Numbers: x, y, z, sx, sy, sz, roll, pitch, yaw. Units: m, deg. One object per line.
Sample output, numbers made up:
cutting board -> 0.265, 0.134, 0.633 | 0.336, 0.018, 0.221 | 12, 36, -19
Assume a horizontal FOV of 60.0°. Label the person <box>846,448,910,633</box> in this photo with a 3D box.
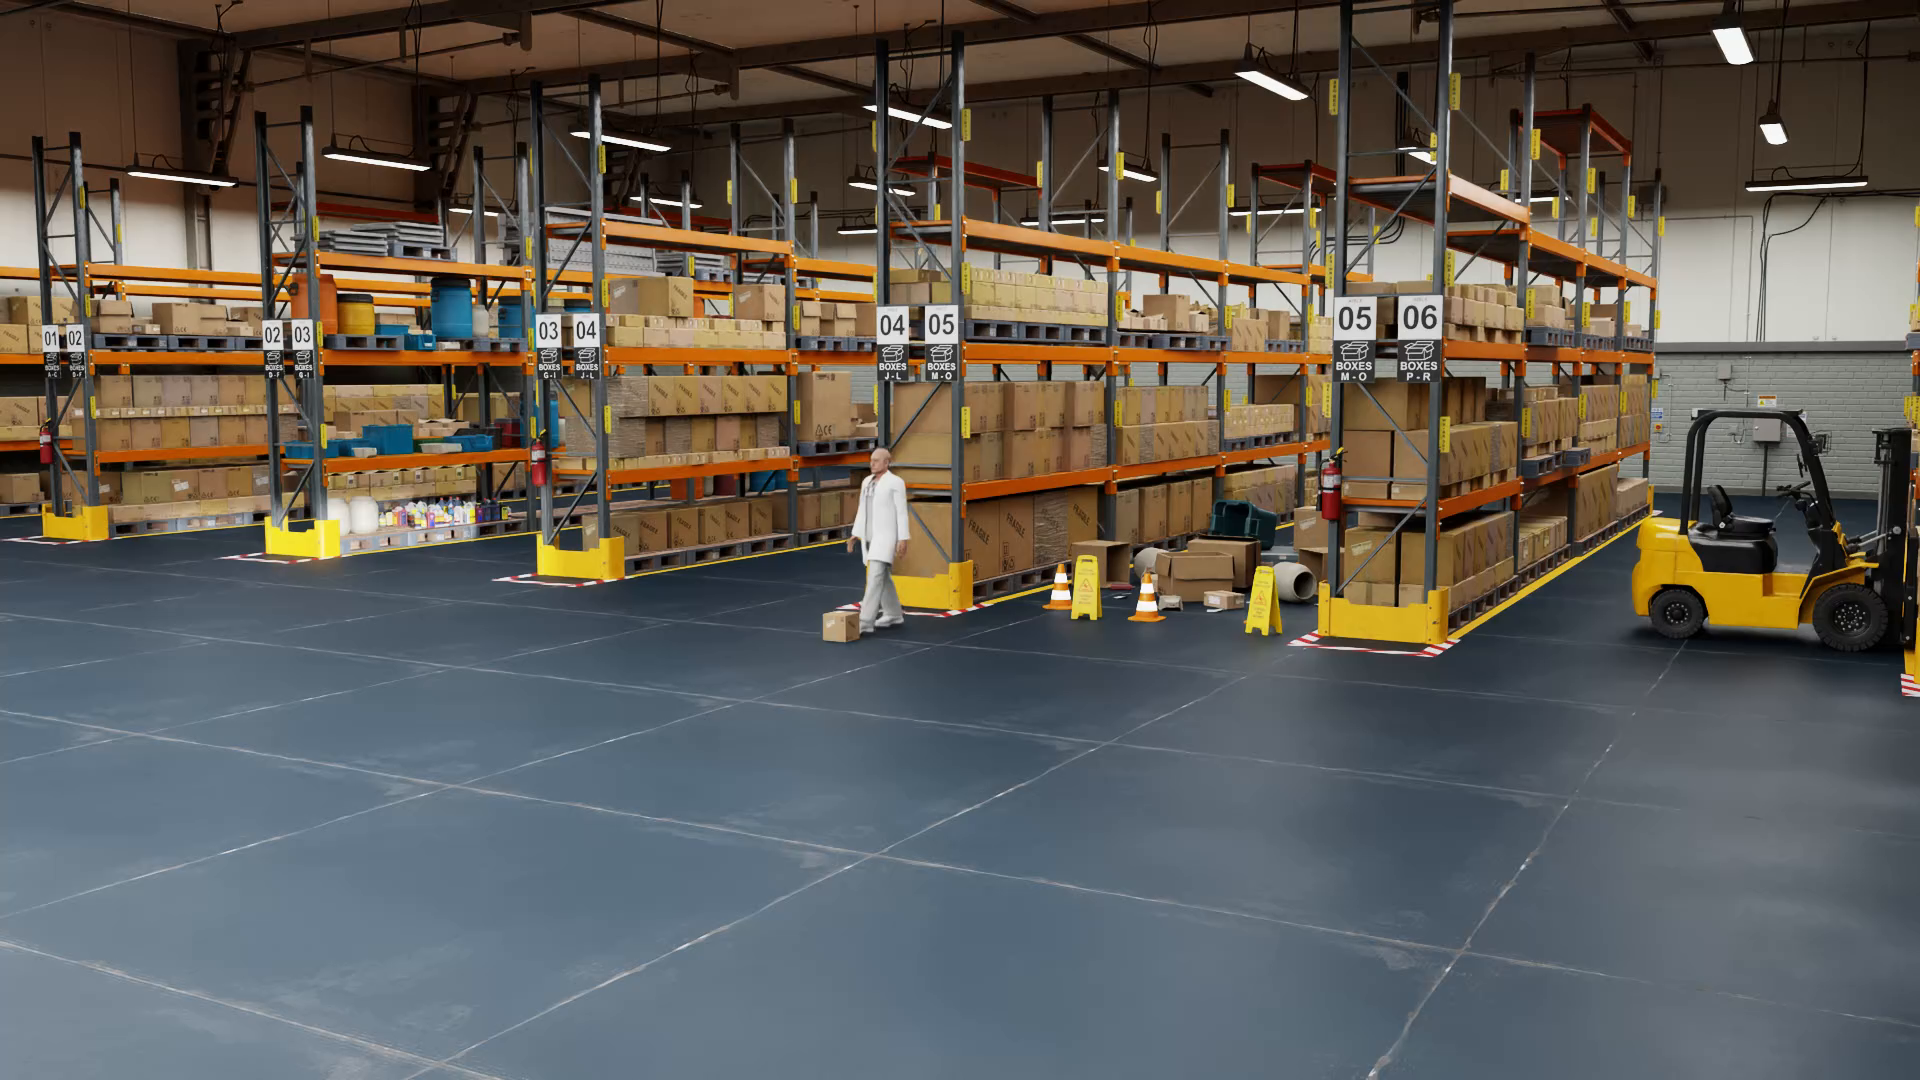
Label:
person -> -0.851, -0.007, 16.058 | 0.898, 1.758, 0.628 | -5, 8, -43
